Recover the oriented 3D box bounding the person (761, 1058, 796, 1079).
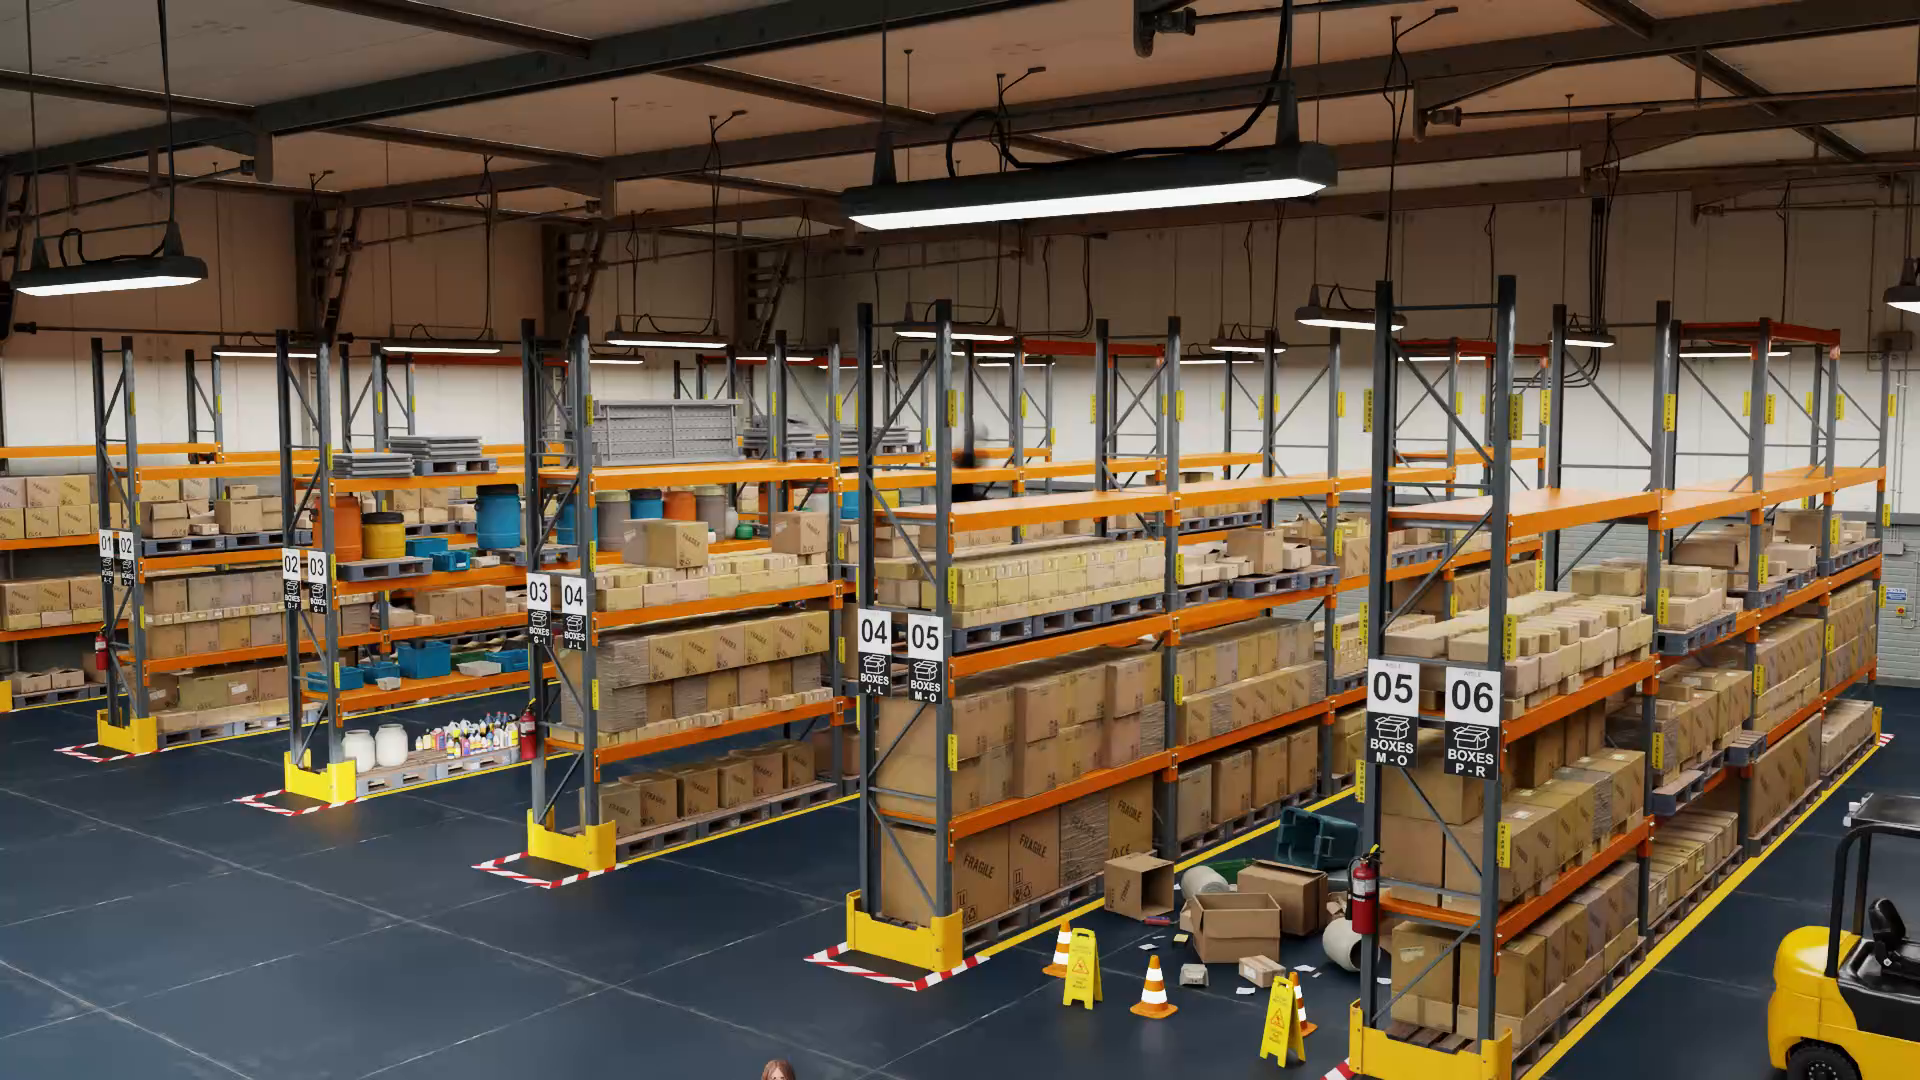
[{"bbox_3d":[-0.998,3.595,9.091,0.546,1.561,0.743,-1,5,-9],"label":"person"}]

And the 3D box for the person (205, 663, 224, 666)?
[{"bbox_3d":[-12.111,1.967,27.046,0.675,1.688,0.809,3,6,34],"label":"person"}]

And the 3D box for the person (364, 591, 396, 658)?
[{"bbox_3d":[-10.460,1.730,30.078,0.580,1.709,0.754,2,5,24],"label":"person"}]

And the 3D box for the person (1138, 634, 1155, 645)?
[{"bbox_3d":[2.380,2.101,21.748,0.650,1.778,0.636,3,6,33],"label":"person"}]
